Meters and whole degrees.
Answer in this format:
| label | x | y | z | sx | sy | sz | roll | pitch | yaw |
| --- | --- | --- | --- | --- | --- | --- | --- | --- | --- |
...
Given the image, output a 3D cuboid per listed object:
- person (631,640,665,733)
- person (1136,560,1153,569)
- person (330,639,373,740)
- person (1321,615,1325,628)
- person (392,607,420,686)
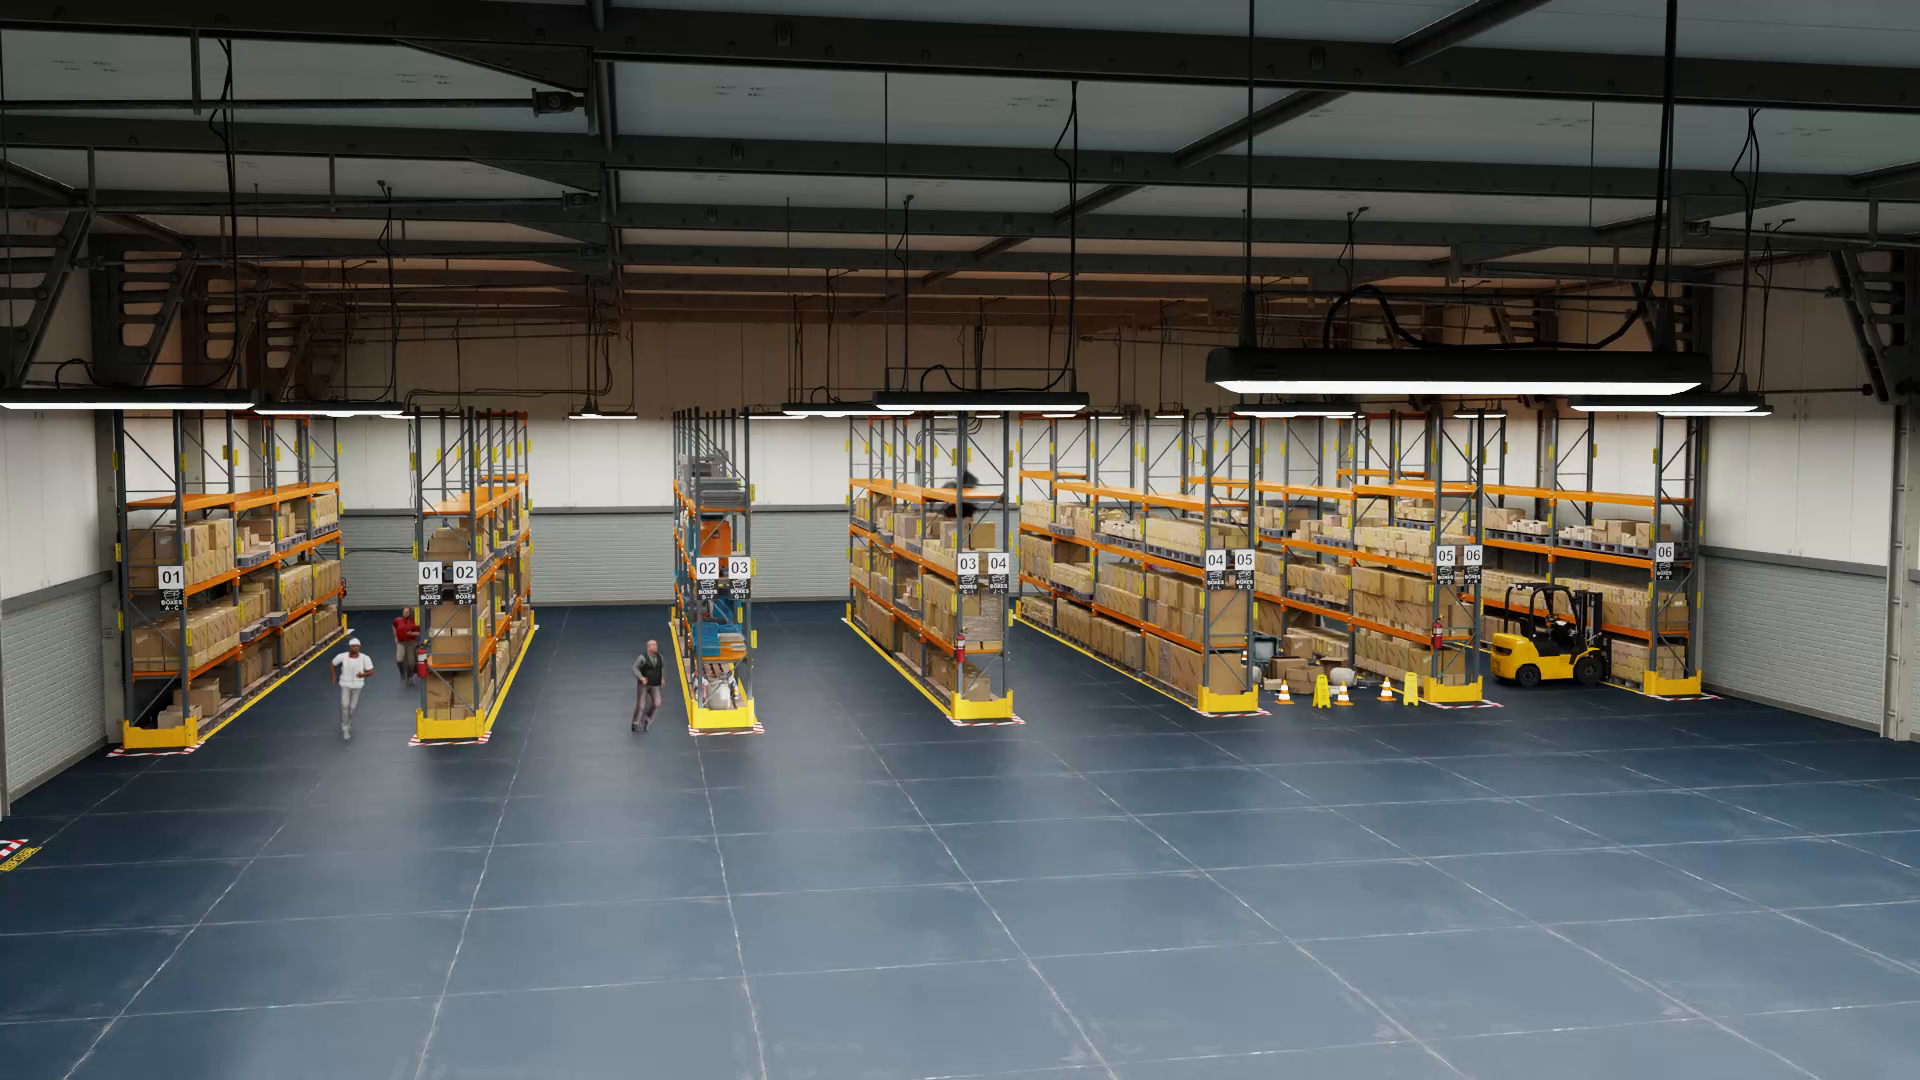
| label | x | y | z | sx | sy | sz | roll | pitch | yaw |
| --- | --- | --- | --- | --- | --- | --- | --- | --- | --- |
| person | -5.715 | 2.702 | 30.750 | 0.715 | 1.697 | 0.641 | -2 | 5 | -30 |
| person | 5.457 | 1.248 | 50.287 | 0.972 | 1.765 | 0.699 | -1 | 4 | -20 |
| person | -11.133 | 2.618 | 30.447 | 0.716 | 1.659 | 0.768 | -2 | 5 | -29 |
| person | 9.441 | 1.663 | 44.356 | 0.669 | 1.826 | 0.864 | -1 | 4 | -16 |
| person | -12.003 | 2.311 | 36.095 | 0.639 | 1.716 | 0.784 | -1 | 4 | -11 |
